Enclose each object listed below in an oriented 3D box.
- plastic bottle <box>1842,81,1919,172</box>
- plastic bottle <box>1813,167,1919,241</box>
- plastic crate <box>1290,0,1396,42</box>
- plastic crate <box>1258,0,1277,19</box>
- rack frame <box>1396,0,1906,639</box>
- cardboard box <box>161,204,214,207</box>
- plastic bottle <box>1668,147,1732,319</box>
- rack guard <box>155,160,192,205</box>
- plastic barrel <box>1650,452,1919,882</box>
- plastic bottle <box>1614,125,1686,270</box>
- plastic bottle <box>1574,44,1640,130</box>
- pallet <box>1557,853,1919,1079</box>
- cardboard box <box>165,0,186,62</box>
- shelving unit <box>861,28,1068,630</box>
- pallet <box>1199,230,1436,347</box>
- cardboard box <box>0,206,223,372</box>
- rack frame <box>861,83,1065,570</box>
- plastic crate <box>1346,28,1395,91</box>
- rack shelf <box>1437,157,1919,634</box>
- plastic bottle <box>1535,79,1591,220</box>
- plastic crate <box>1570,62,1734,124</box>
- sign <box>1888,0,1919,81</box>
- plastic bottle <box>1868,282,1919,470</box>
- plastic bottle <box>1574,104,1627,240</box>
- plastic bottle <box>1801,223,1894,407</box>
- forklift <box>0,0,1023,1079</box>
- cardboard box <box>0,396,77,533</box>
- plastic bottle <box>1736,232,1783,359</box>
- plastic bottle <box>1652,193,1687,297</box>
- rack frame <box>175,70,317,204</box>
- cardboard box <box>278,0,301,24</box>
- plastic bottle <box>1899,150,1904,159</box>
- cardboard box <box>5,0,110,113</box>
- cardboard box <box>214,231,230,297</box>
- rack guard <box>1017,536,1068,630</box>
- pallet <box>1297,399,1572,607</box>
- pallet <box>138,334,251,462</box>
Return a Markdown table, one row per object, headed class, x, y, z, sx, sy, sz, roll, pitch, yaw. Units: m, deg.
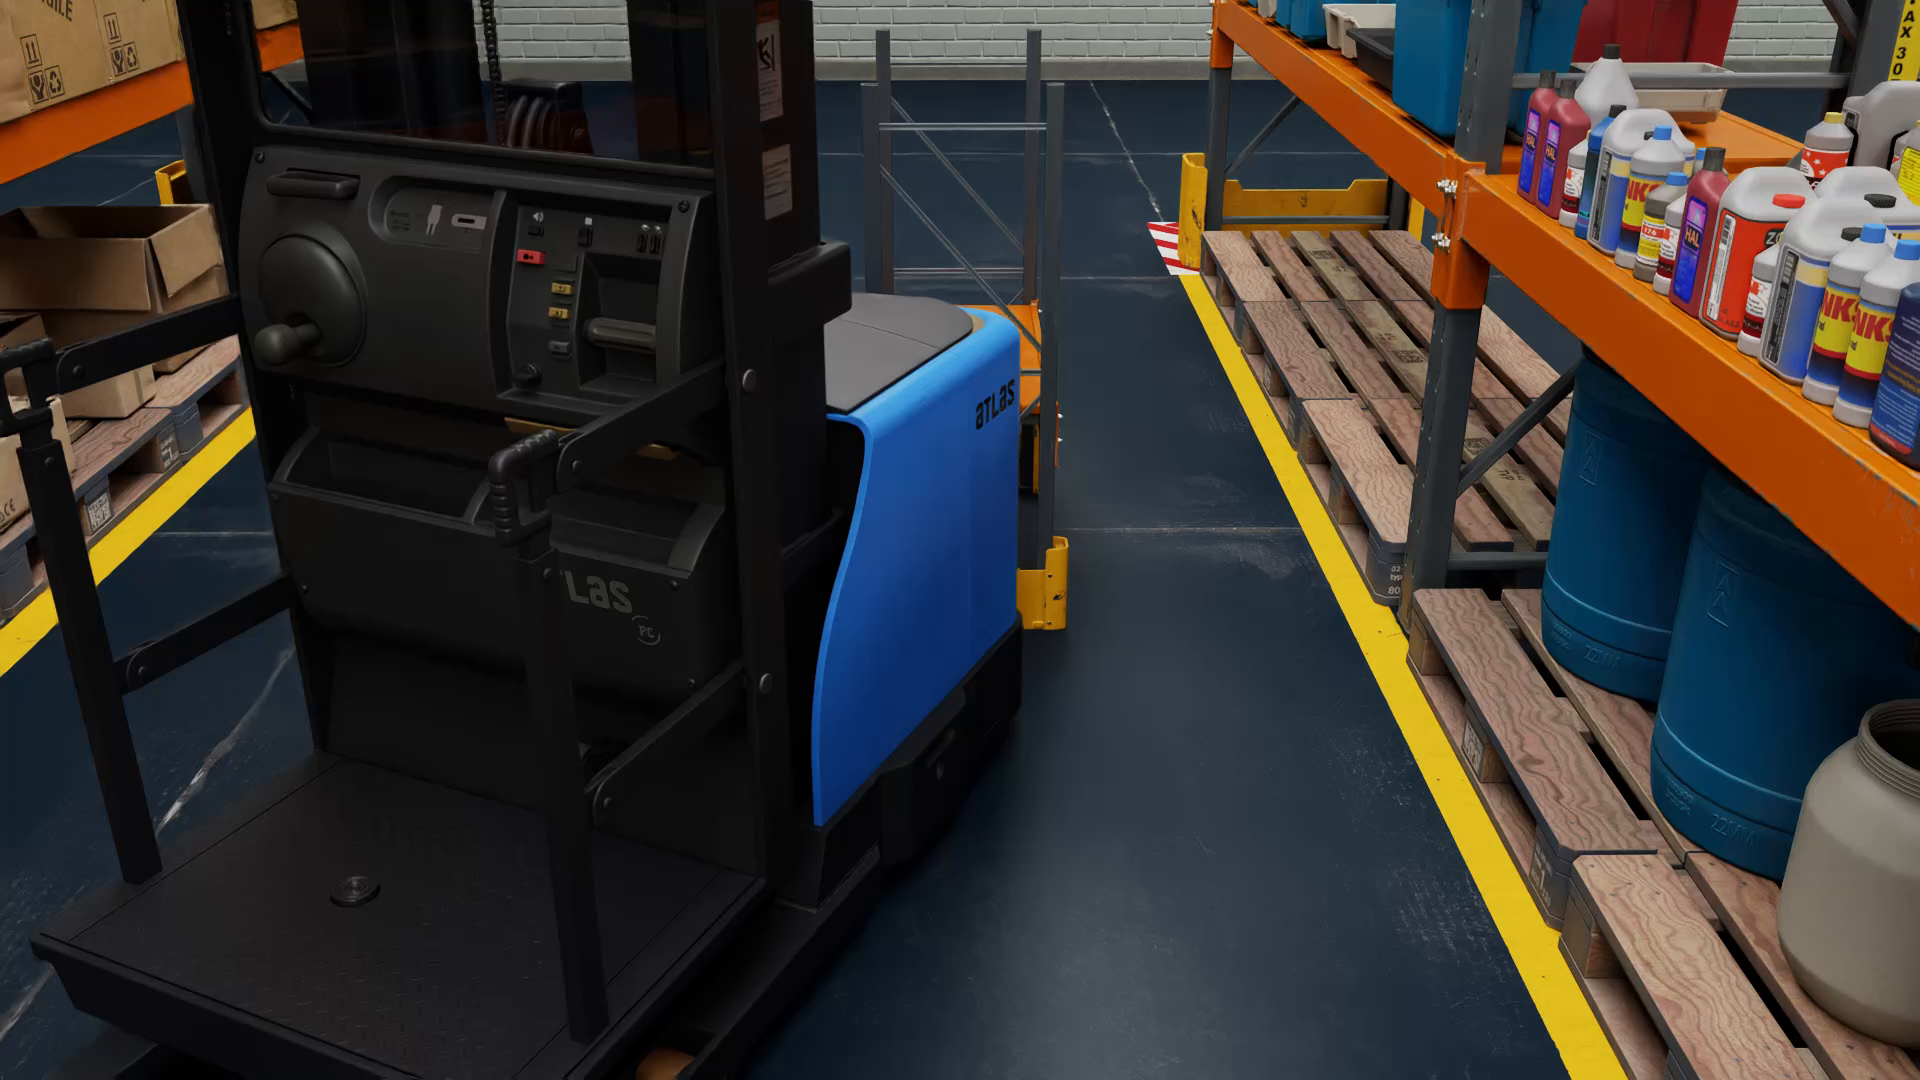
| class | x | y | z | sx | sy | sz | roll | pitch | yaw |
| --- | --- | --- | --- | --- | --- | --- | --- | --- | --- |
| plastic bottle | 2.076 | -0.902 | 3.755 | 0.152 | 0.276 | 0.135 | 0 | 24 | -1 |
| plastic bottle | 1.535 | -0.490 | 2.843 | 0.152 | 0.276 | 0.135 | 0 | 24 | -1 |
| plastic crate | 1.396 | -1.949 | 6.050 | 0.416 | 0.233 | 0.300 | 0 | 24 | -1 |
| plastic crate | 1.307 | -2.160 | 6.632 | 0.250 | 0.136 | 0.298 | 0 | 24 | -1 |
| rack frame | 1.749 | -1.119 | 4.085 | 1.000 | 3.000 | 0.127 | 0 | 24 | -1 |
| cardboard box | -3.587 | -1.474 | 7.796 | 0.380 | 0.149 | 0.250 | 0 | 24 | -1 |
| plastic bottle | 1.336 | -0.547 | 2.962 | 0.061 | 0.283 | 0.133 | 0 | 24 | -1 |
| rack guard | -3.247 | -1.577 | 8.130 | 1.175 | 0.500 | 0.348 | 0 | 24 | -1 |
| plastic barrel | 1.745 | 0.161 | 3.290 | 0.600 | 0.901 | 0.708 | 0 | 24 | -1 |
| plastic bottle | 1.351 | -0.670 | 3.247 | 0.097 | 0.271 | 0.097 | 0 | 24 | 0 |
| plastic bottle | 1.429 | -0.934 | 3.735 | 0.144 | 0.351 | 0.185 | 0 | 24 | -1 |
| pallet | 1.732 | 0.973 | 2.842 | 1.003 | 0.211 | 1.213 | 0 | 24 | -1 |
| cardboard box | -2.957 | -1.982 | 5.871 | 0.500 | 0.500 | 0.500 | -1 | 24 | -1 |
| shelving unit | 0.001 | -0.652 | 4.871 | 0.587 | 1.500 | 1.083 | 0 | 24 | -1 |
| pallet | 1.675 | -1.157 | 7.552 | 1.003 | 0.211 | 1.213 | 0 | 24 | -1 |
| cardboard box | -3.230 | -0.936 | 6.175 | 0.797 | 0.503 | 0.637 | 0 | 24 | -1 |
| rack frame | 0.006 | -0.439 | 4.400 | 0.500 | 1.500 | 0.032 | 0 | 24 | -1 |
| plastic crate | 1.468 | -1.481 | 5.147 | 0.437 | 0.125 | 0.590 | 0 | 24 | -1 |
| rack shelf | 1.770 | 0.032 | 2.411 | 1.077 | 0.370 | 4.000 | 0 | 24 | -1 |
| plastic bottle | 1.327 | -0.858 | 3.649 | 0.061 | 0.283 | 0.133 | 0 | 24 | -1 |
| plastic crate | 1.886 | -1.219 | 4.553 | 0.396 | 0.136 | 0.243 | 0 | 24 | -1 |
| sign | 2.299 | -1.247 | 4.032 | 0.100 | 0.325 | 0.005 | 0 | 24 | -1 |
| plastic bottle | 1.385 | -0.281 | 2.292 | 0.144 | 0.351 | 0.185 | 0 | 24 | -1 |
| plastic bottle | 1.348 | -0.765 | 3.458 | 0.097 | 0.271 | 0.097 | 0 | 24 | 0 |
| plastic bottle | 1.359 | -0.343 | 2.525 | 0.097 | 0.271 | 0.097 | 0 | 24 | 0 |
| forklift | -0.926 | -0.409 | 2.598 | 1.130 | 2.935 | 3.031 | 11 | 27 | 23 |
| cardboard box | -2.993 | -0.248 | 4.887 | 0.500 | 0.311 | 0.500 | 0 | 24 | -1 |
| plastic bottle | 1.357 | -0.407 | 2.751 | 0.097 | 0.201 | 0.097 | 0 | 24 | 0 |
| plastic bottle | 1.353 | -0.558 | 3.084 | 0.097 | 0.201 | 0.097 | 0 | 24 | 0 |
| rack frame | -3.248 | -2.747 | 7.684 | 1.000 | 3.000 | 0.127 | 0 | 24 | -1 |
| cardboard box | -2.962 | -2.395 | 6.785 | 0.500 | 0.500 | 0.500 | 0 | 24 | 0 |
| plastic bottle | 2.045 | -0.765 | 3.543 | 0.097 | 0.201 | 0.097 | 0 | 24 | 0 |
| cardboard box | -2.946 | -1.566 | 4.952 | 0.500 | 0.500 | 0.500 | 0 | 24 | 0 |
| cardboard box | -3.016 | -1.080 | 6.801 | 0.500 | 0.250 | 0.500 | 0 | 24 | -1 |
| rack guard | 0.006 | 0.123 | 4.675 | 0.587 | 0.250 | 0.087 | 0 | 24 | -1 |
| pallet | 1.702 | -0.152 | 5.329 | 1.003 | 0.211 | 1.213 | 0 | 24 | -1 |
| pallet | -3.227 | -0.615 | 6.354 | 1.003 | 0.211 | 1.213 | 0 | 24 | -1 |
